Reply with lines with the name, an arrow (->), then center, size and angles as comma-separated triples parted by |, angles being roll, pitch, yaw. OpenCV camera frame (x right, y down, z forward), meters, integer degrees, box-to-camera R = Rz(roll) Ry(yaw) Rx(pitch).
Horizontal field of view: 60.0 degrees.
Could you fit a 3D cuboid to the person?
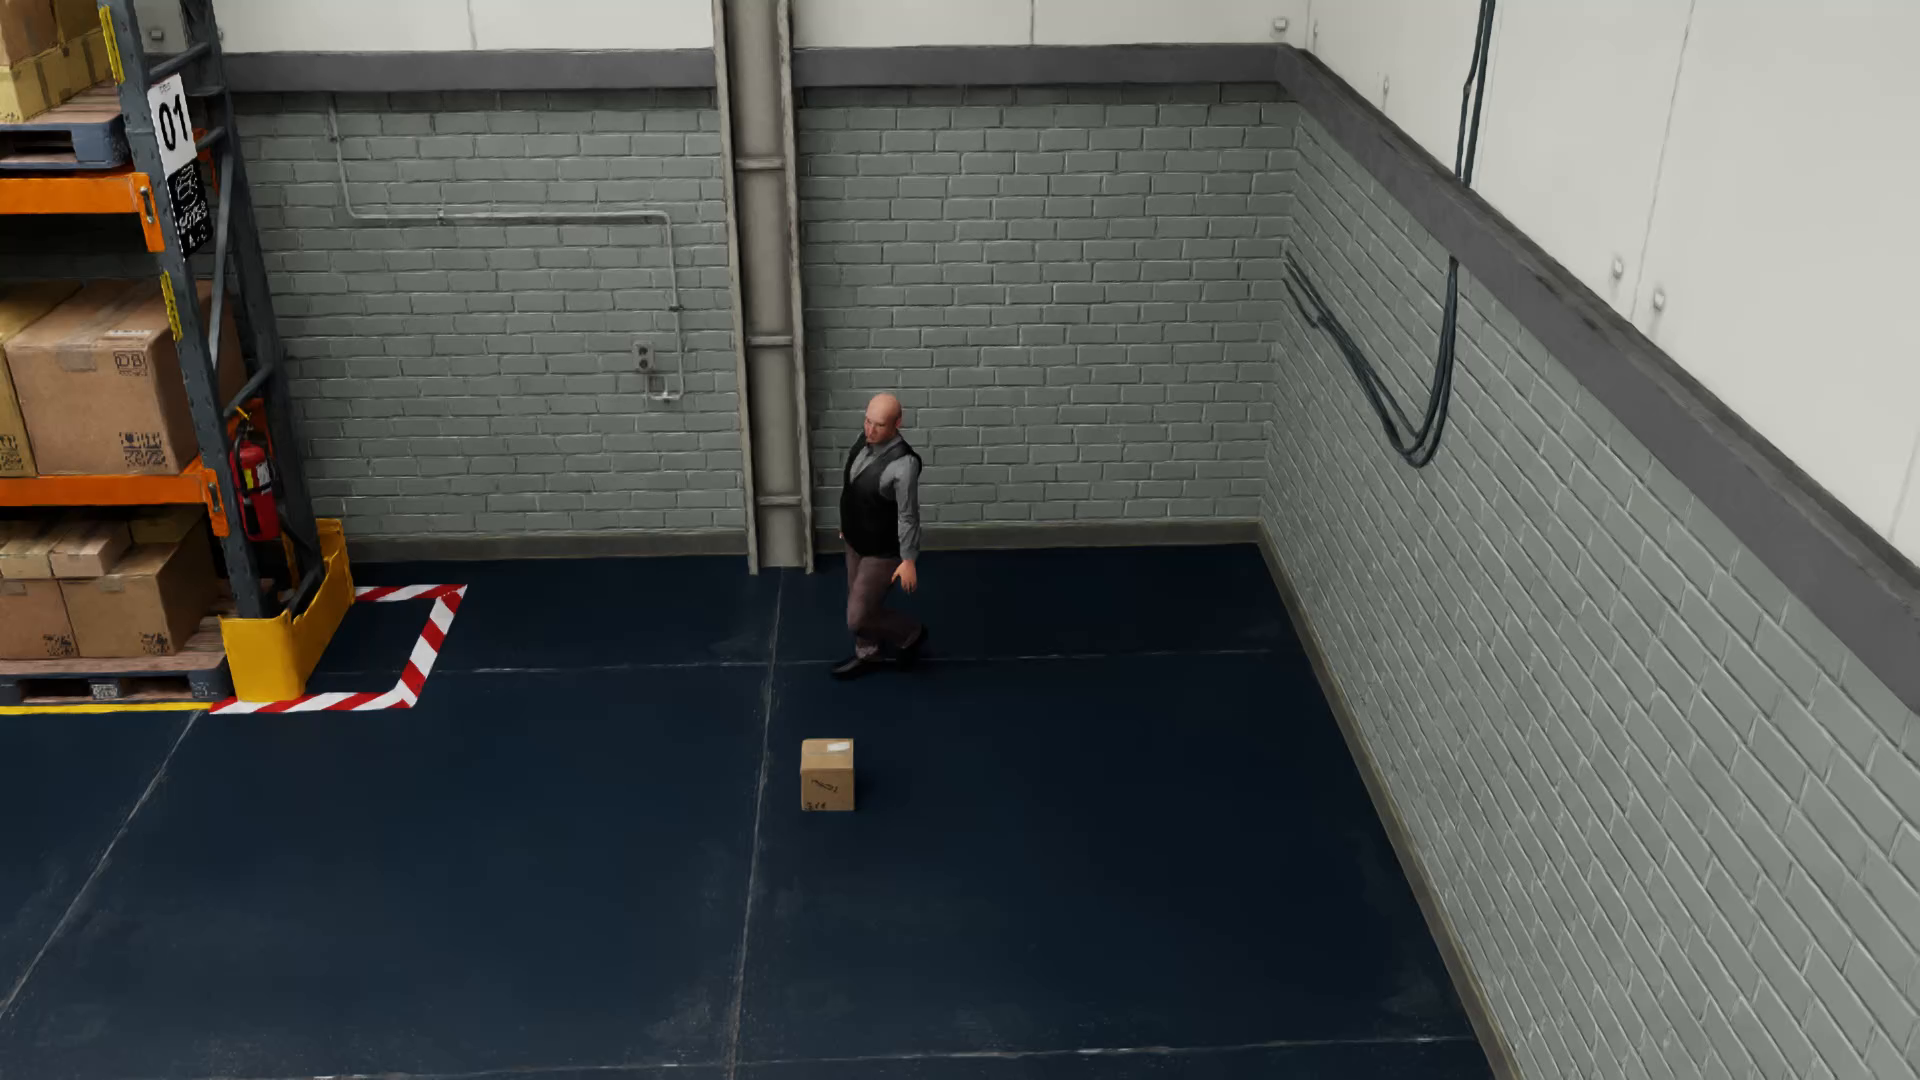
person -> -0.413, 0.007, 8.612 | 0.503, 1.704, 0.643 | -14, 31, -26
